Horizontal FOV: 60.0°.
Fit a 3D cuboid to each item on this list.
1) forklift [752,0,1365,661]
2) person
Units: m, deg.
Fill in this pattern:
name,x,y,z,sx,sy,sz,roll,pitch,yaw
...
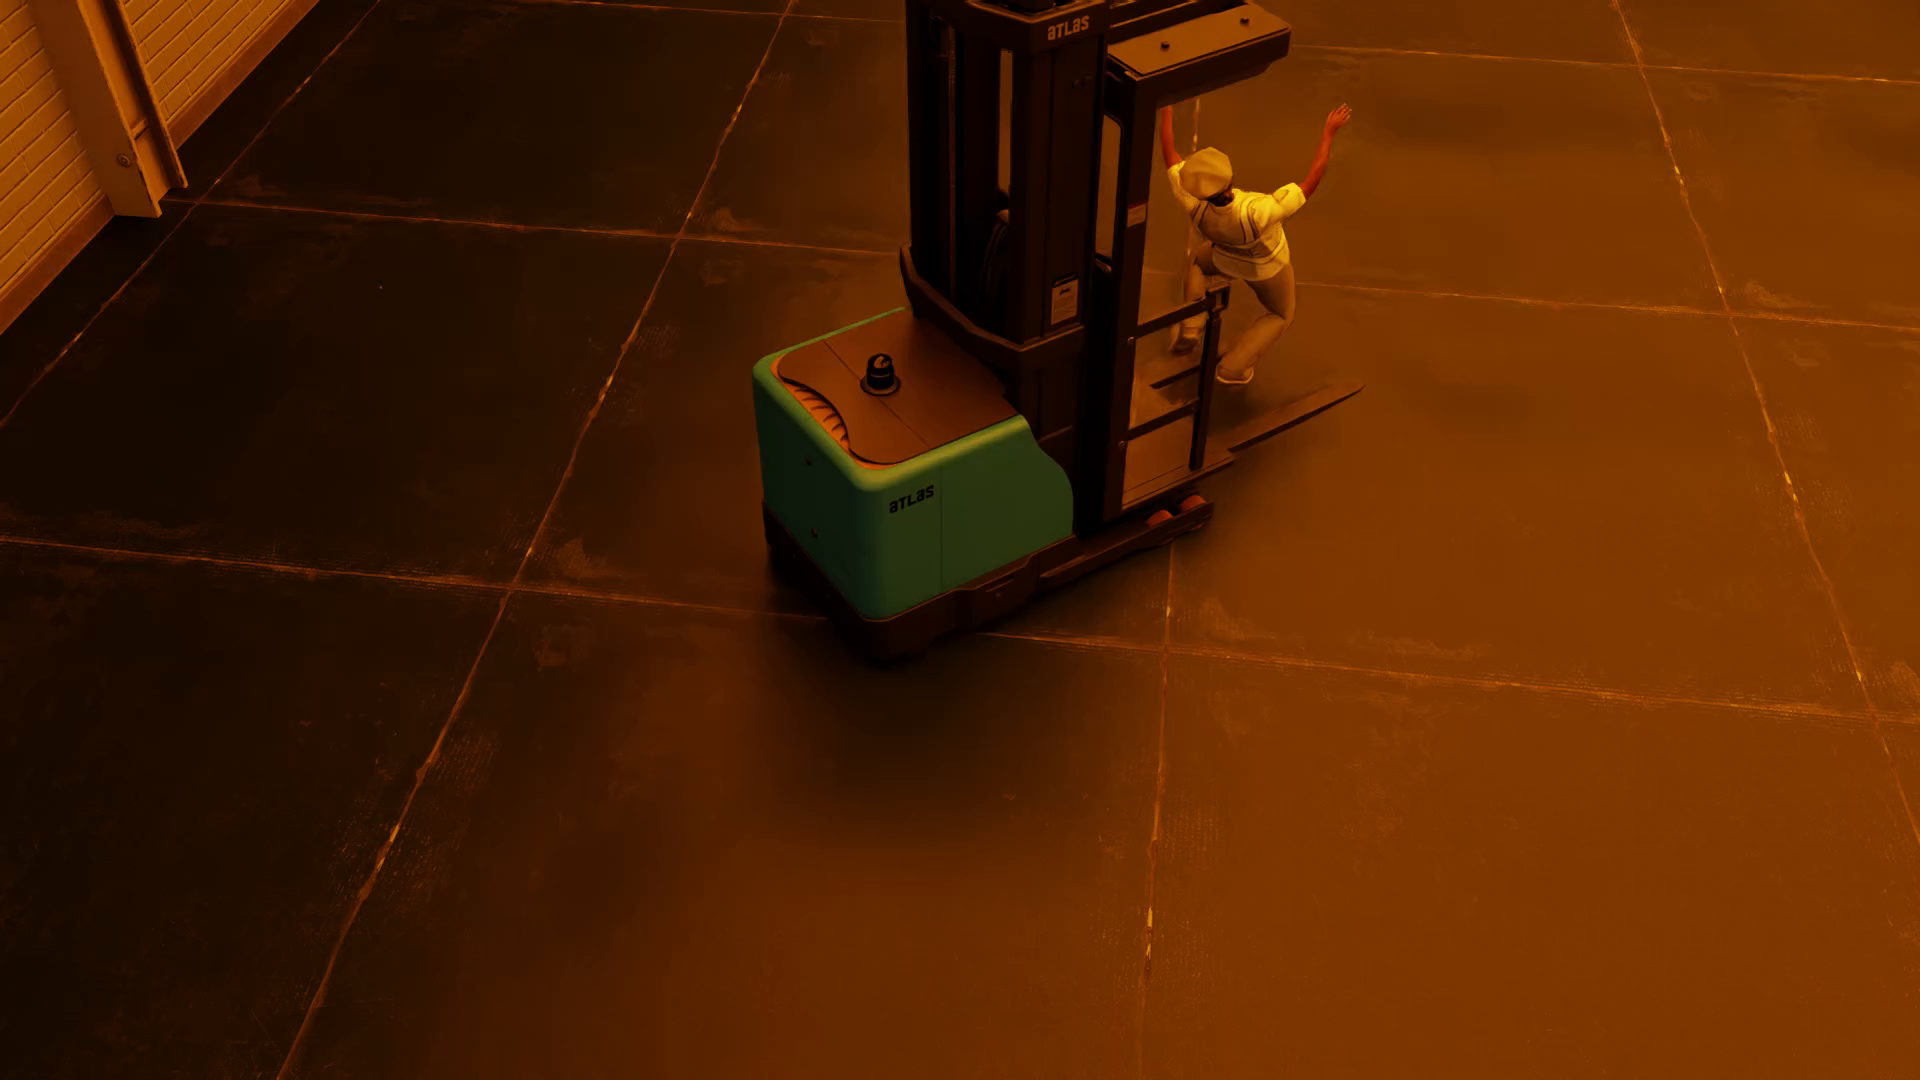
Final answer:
name,x,y,z,sx,sy,sz,roll,pitch,yaw
forklift,0.603,-1.331,7.173,3.031,2.935,1.130,-24,48,-24
person,1.301,-1.460,8.269,0.879,1.569,0.761,23,47,23
